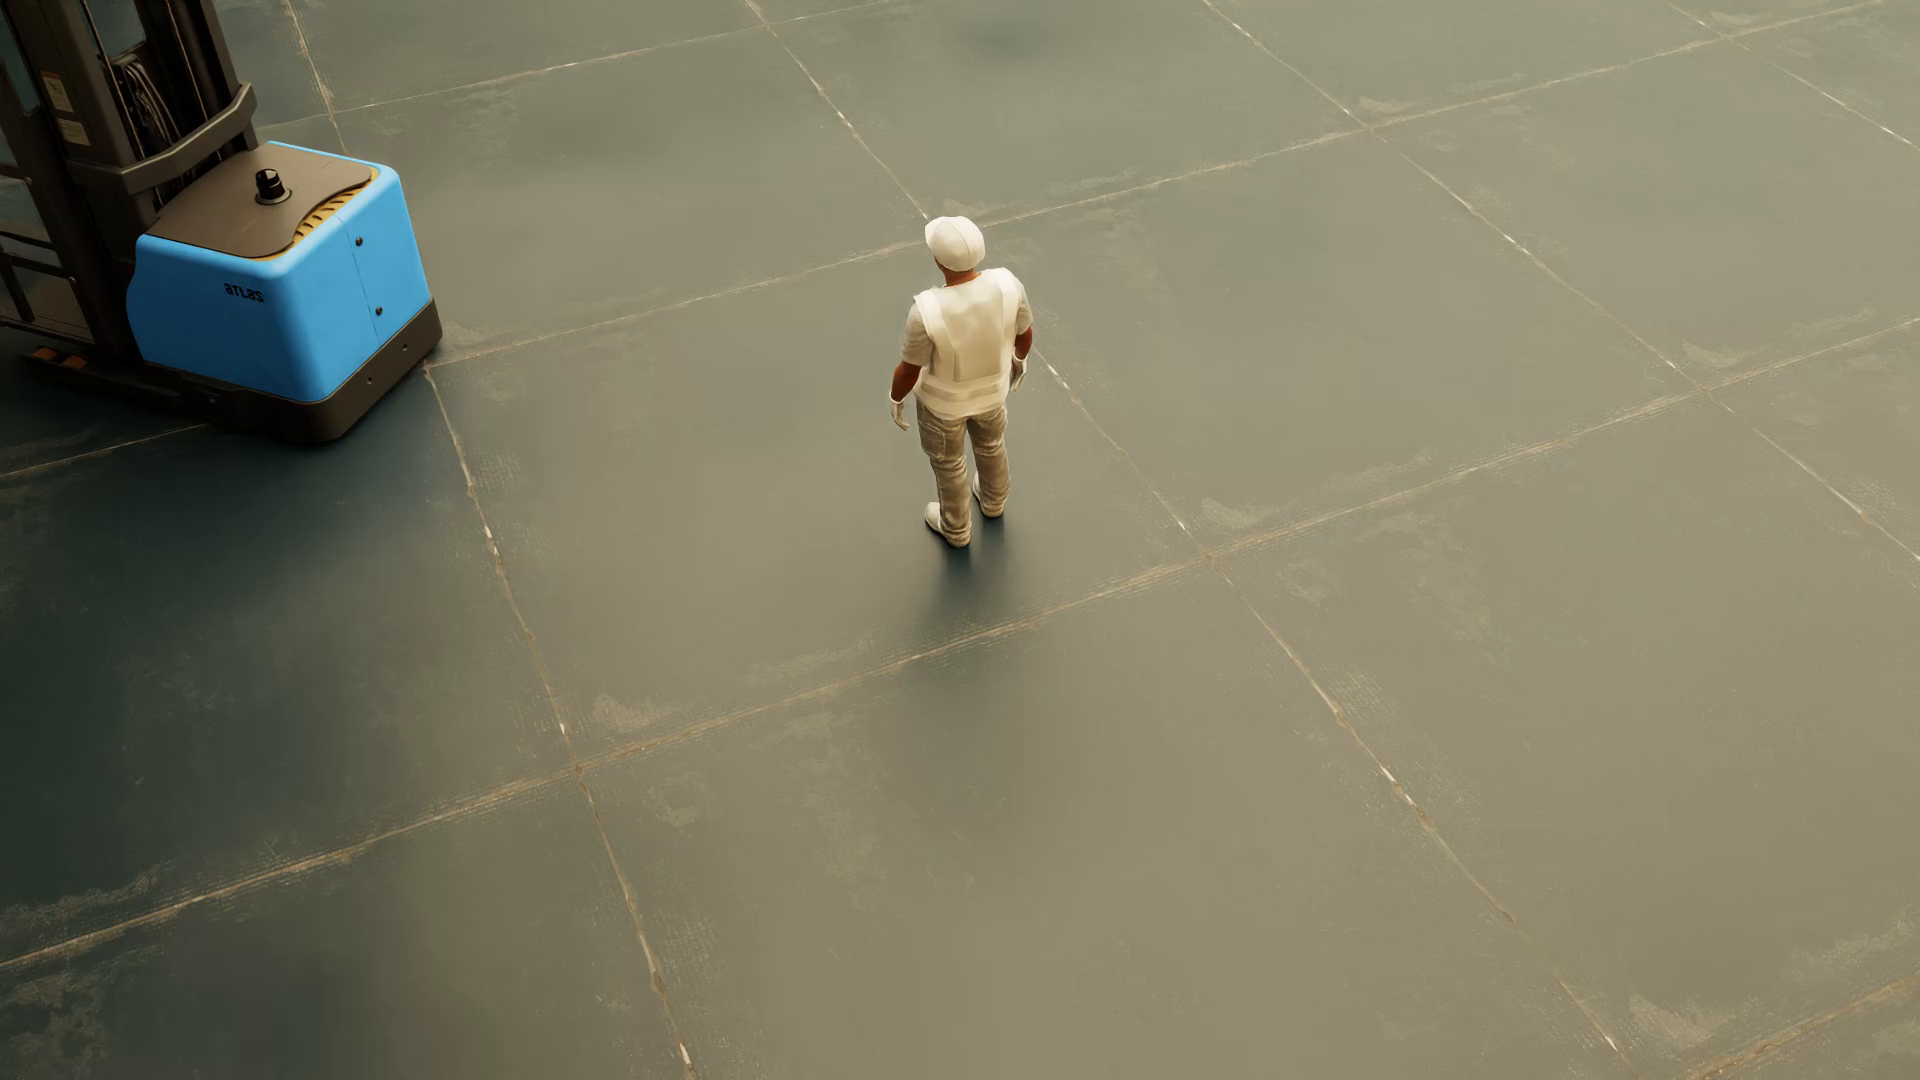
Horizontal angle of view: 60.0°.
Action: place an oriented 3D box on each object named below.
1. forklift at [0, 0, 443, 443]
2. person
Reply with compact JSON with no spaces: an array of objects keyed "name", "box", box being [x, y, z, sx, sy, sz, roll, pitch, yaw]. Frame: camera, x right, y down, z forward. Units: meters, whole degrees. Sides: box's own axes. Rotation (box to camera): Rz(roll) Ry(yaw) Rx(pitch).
[{"name":"forklift","box":[-4.337,-2.184,8.021,3.031,2.935,1.130,15,45,15]},{"name":"person","box":[-0.023,-0.705,7.266,0.657,1.785,0.575,-18,46,-18]}]
